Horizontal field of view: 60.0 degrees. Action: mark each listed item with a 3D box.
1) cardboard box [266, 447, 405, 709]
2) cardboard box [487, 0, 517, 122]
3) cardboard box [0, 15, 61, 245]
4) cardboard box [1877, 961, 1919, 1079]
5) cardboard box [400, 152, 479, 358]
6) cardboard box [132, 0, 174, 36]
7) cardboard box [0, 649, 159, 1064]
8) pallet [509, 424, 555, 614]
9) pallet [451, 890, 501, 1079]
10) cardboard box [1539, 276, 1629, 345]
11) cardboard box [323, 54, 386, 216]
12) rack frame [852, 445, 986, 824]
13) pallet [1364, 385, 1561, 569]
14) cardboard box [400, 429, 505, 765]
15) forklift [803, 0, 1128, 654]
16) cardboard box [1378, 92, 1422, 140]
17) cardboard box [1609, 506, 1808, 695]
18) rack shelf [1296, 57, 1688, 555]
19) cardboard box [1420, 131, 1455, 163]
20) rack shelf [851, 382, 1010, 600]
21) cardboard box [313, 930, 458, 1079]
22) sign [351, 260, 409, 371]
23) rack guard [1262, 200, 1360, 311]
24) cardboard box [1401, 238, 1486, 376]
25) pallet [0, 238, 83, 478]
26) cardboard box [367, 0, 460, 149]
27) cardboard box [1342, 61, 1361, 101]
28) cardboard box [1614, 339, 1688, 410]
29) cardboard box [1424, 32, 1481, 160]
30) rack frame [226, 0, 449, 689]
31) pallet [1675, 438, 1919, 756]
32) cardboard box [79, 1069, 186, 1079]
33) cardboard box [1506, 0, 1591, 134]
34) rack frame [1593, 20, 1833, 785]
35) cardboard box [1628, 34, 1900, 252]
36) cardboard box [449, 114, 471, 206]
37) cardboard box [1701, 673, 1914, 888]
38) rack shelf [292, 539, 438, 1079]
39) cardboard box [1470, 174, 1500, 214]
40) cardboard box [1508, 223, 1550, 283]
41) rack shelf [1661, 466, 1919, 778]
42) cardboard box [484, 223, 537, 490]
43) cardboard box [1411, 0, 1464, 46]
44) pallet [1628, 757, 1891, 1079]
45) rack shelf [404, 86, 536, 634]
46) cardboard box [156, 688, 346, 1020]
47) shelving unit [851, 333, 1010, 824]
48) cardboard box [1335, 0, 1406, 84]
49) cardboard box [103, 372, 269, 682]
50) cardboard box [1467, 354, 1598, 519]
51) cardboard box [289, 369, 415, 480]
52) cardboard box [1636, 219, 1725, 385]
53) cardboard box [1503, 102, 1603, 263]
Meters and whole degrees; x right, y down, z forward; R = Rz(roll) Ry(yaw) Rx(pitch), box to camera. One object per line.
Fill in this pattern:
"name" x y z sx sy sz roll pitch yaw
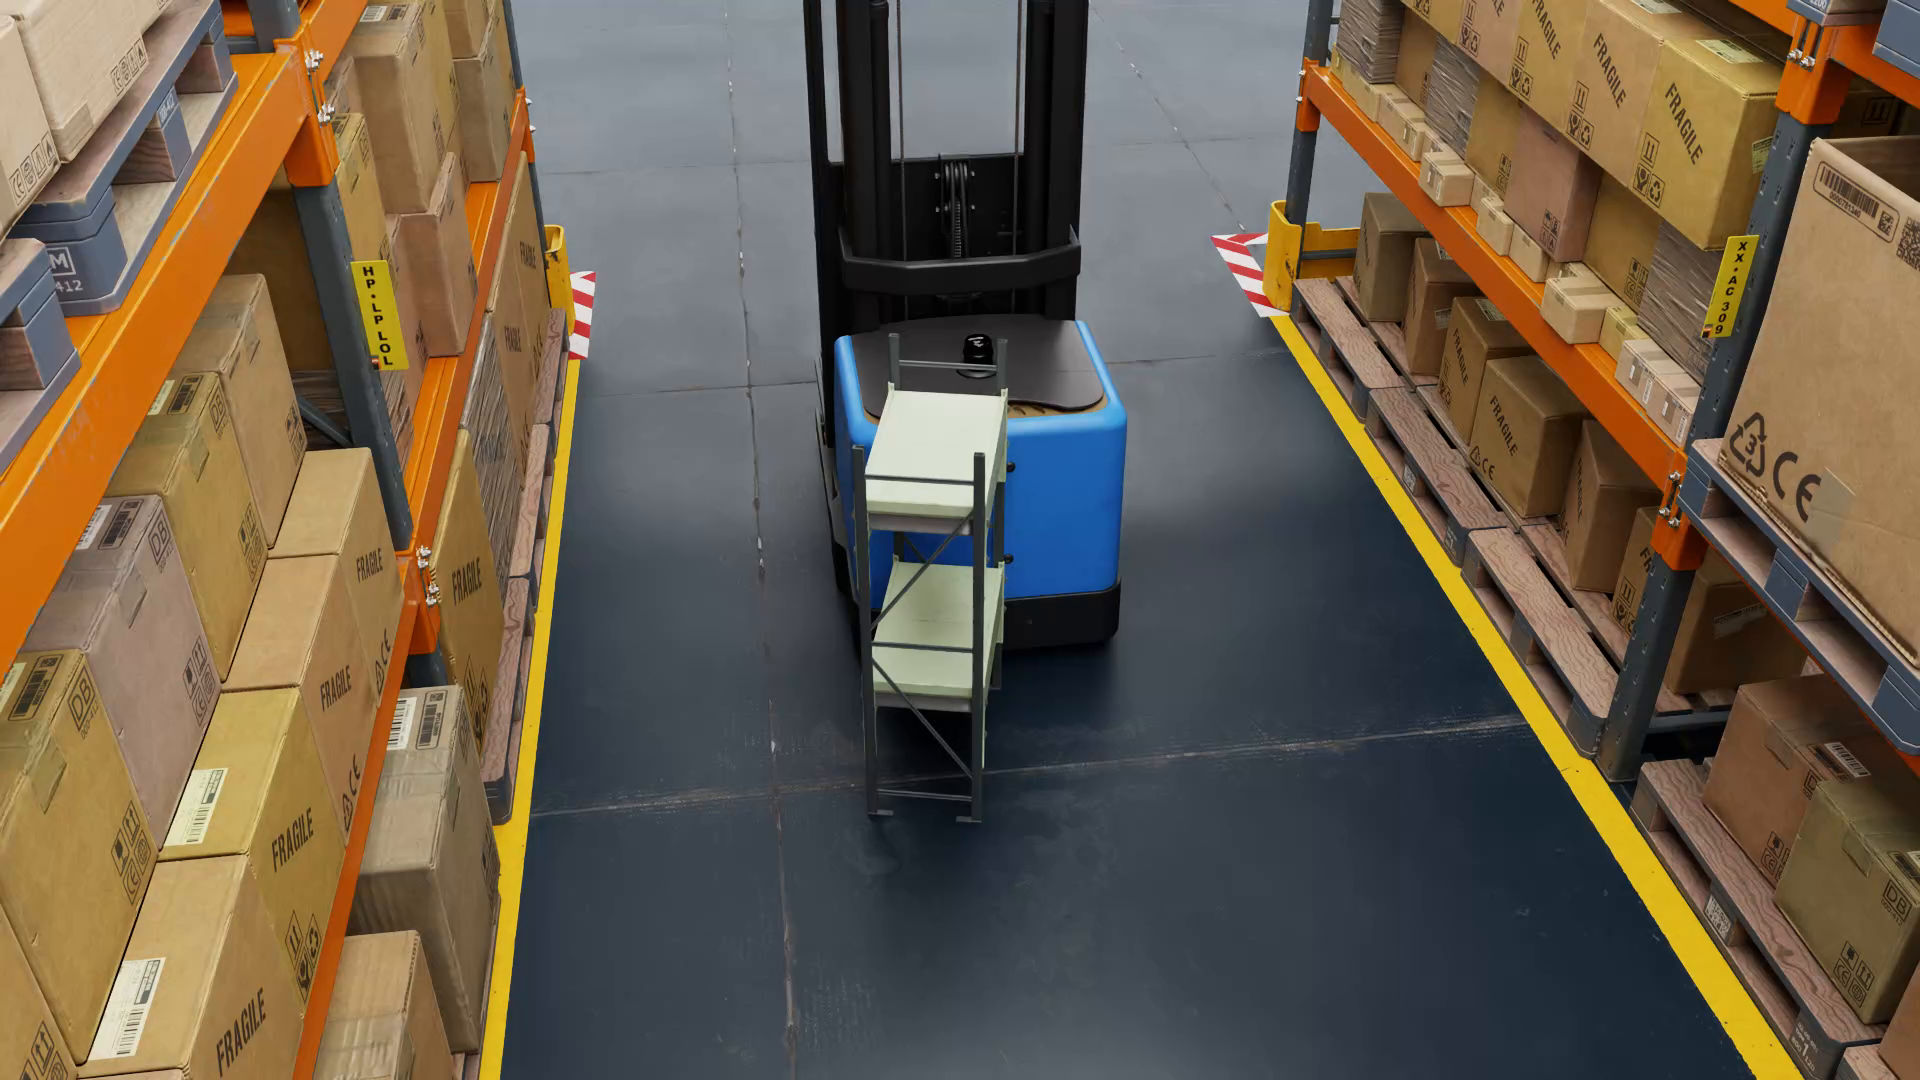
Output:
"cardboard box" -1.780 0.115 4.329 0.500 0.500 0.500 -5 35 -7
"cardboard box" -2.558 -2.205 7.689 0.875 0.550 0.550 -4 35 -6
"cardboard box" -1.661 -0.571 2.377 0.500 0.311 0.500 -6 35 -8
"cardboard box" 2.996 1.341 4.447 0.700 0.500 0.500 -7 35 -10
"cardboard box" -2.229 -0.997 5.916 0.875 0.550 0.550 -4 35 -6
"cardboard box" -1.862 -1.125 3.245 0.500 0.250 0.500 -4 34 -6
"cardboard box" -1.837 0.558 2.790 0.700 0.500 0.500 -5 35 -7
"pallet" -2.307 -0.075 7.172 1.003 0.211 1.213 -4 35 -6
"pallet" -1.937 1.463 4.916 1.003 0.211 1.213 -4 35 -6
"cardboard box" 2.351 -0.843 6.046 0.380 0.149 0.250 -4 35 -6
"cardboard box" -2.320 -1.129 5.151 0.875 0.550 0.550 -4 35 -6
"rack frame" -0.123 0.351 5.403 0.400 1.500 0.023 4 34 5
"pallet" 2.521 -0.336 7.555 1.003 0.211 1.213 -4 35 -6
"cardboard box" -2.130 0.234 5.757 0.875 0.875 0.875 -4 34 -6
"forklift" -0.087 -1.562 6.940 1.130 2.935 3.031 -5 35 -7
"cardboard box" 2.165 -1.965 7.694 0.380 0.149 0.250 -4 35 -6
"cardboard box" 2.799 0.199 6.141 0.500 0.500 0.500 -5 35 -8
"rack shelf" 2.544 -1.253 7.063 1.077 0.370 4.000 -4 35 -6
"cardboard box" 2.252 -1.688 7.286 0.380 0.149 0.250 -4 35 -6
"rack shelf" -0.082 -0.176 5.483 0.431 0.370 0.720 4 34 5
"cardboard box" -1.817 1.520 3.981 1.050 0.750 0.750 -4 35 -6
"sign" -1.579 -0.607 4.519 0.100 0.325 0.005 -4 35 -6
"rack guard" 2.286 -1.591 9.140 1.175 0.500 0.348 -4 35 -6
"cardboard box" 2.457 -1.126 8.085 0.500 0.500 0.500 4 35 6
"pallet" -1.870 -0.023 2.124 1.003 0.211 1.213 -3 34 -4
"cardboard box" -2.335 -1.736 6.042 0.875 0.550 0.500 -4 35 -6
"cardboard box" 2.092 -2.244 8.102 0.380 0.149 0.250 -4 35 -6
"cardboard box" 2.469 -0.568 5.643 0.380 0.149 0.250 -4 35 -6
"cardboard box" 2.533 -1.969 7.123 0.875 0.500 0.500 -4 35 -6
"rack frame" -2.115 -0.115 4.754 1.000 3.000 0.127 -4 35 -6
"pallet" 2.772 0.083 4.635 1.003 0.211 1.213 -4 35 -6
"cardboard box" -1.509 1.240 2.678 0.500 0.500 0.500 -4 35 -6
"cardboard box" 2.345 -1.799 5.986 0.500 0.500 0.500 -4 35 -6
"rack frame" 2.813 -0.434 5.223 1.000 3.000 0.127 -4 35 -6
"cardboard box" 2.480 -1.241 5.167 0.500 0.500 0.500 -4 35 -6
"cardboard box" -2.512 -1.578 6.768 0.875 0.550 0.550 -4 35 -6
"cardboard box" 2.875 0.762 5.298 0.700 0.500 0.500 -7 35 -10
"rack shelf" -1.846 1.299 3.319 1.077 0.370 4.000 -4 35 -6
"cardboard box" 2.348 -1.411 6.880 0.380 0.149 0.250 -4 35 -6
"cardboard box" 2.374 -1.129 6.466 0.380 0.149 0.250 -4 35 -6
"rack shelf" 3.082 0.980 3.788 1.077 0.370 4.000 -4 35 -6
"cardboard box" -2.376 -0.778 7.242 0.875 0.875 0.875 -5 35 -7
"cardboard box" 2.208 -2.357 6.805 0.500 0.500 0.500 -4 35 -6
"pallet" 2.920 1.153 5.371 1.003 0.211 1.213 -4 35 -6
"rack shelf" -2.384 -0.933 6.595 1.077 0.370 4.000 -4 35 -6
"cardboard box" -1.644 0.679 3.501 0.500 0.500 0.500 -4 34 -6
"shelving unit" -0.082 0.147 5.703 0.431 1.500 0.755 4 34 5
"cardboard box" 2.322 -2.521 7.933 0.875 0.500 0.500 -4 35 -6
"cardboard box" -1.971 -0.005 3.618 0.700 0.500 0.500 -5 35 -7
"cardboard box" 2.553 -0.460 7.108 0.500 0.500 0.500 -7 35 -11
"cardboard box" -2.177 -0.381 5.013 0.875 0.550 0.550 -4 35 -6
"cardboard box" 2.814 -0.854 5.486 0.875 0.500 0.500 -4 35 -6
"cardboard box" 2.615 -1.407 6.298 0.875 0.500 0.500 -4 35 -6
